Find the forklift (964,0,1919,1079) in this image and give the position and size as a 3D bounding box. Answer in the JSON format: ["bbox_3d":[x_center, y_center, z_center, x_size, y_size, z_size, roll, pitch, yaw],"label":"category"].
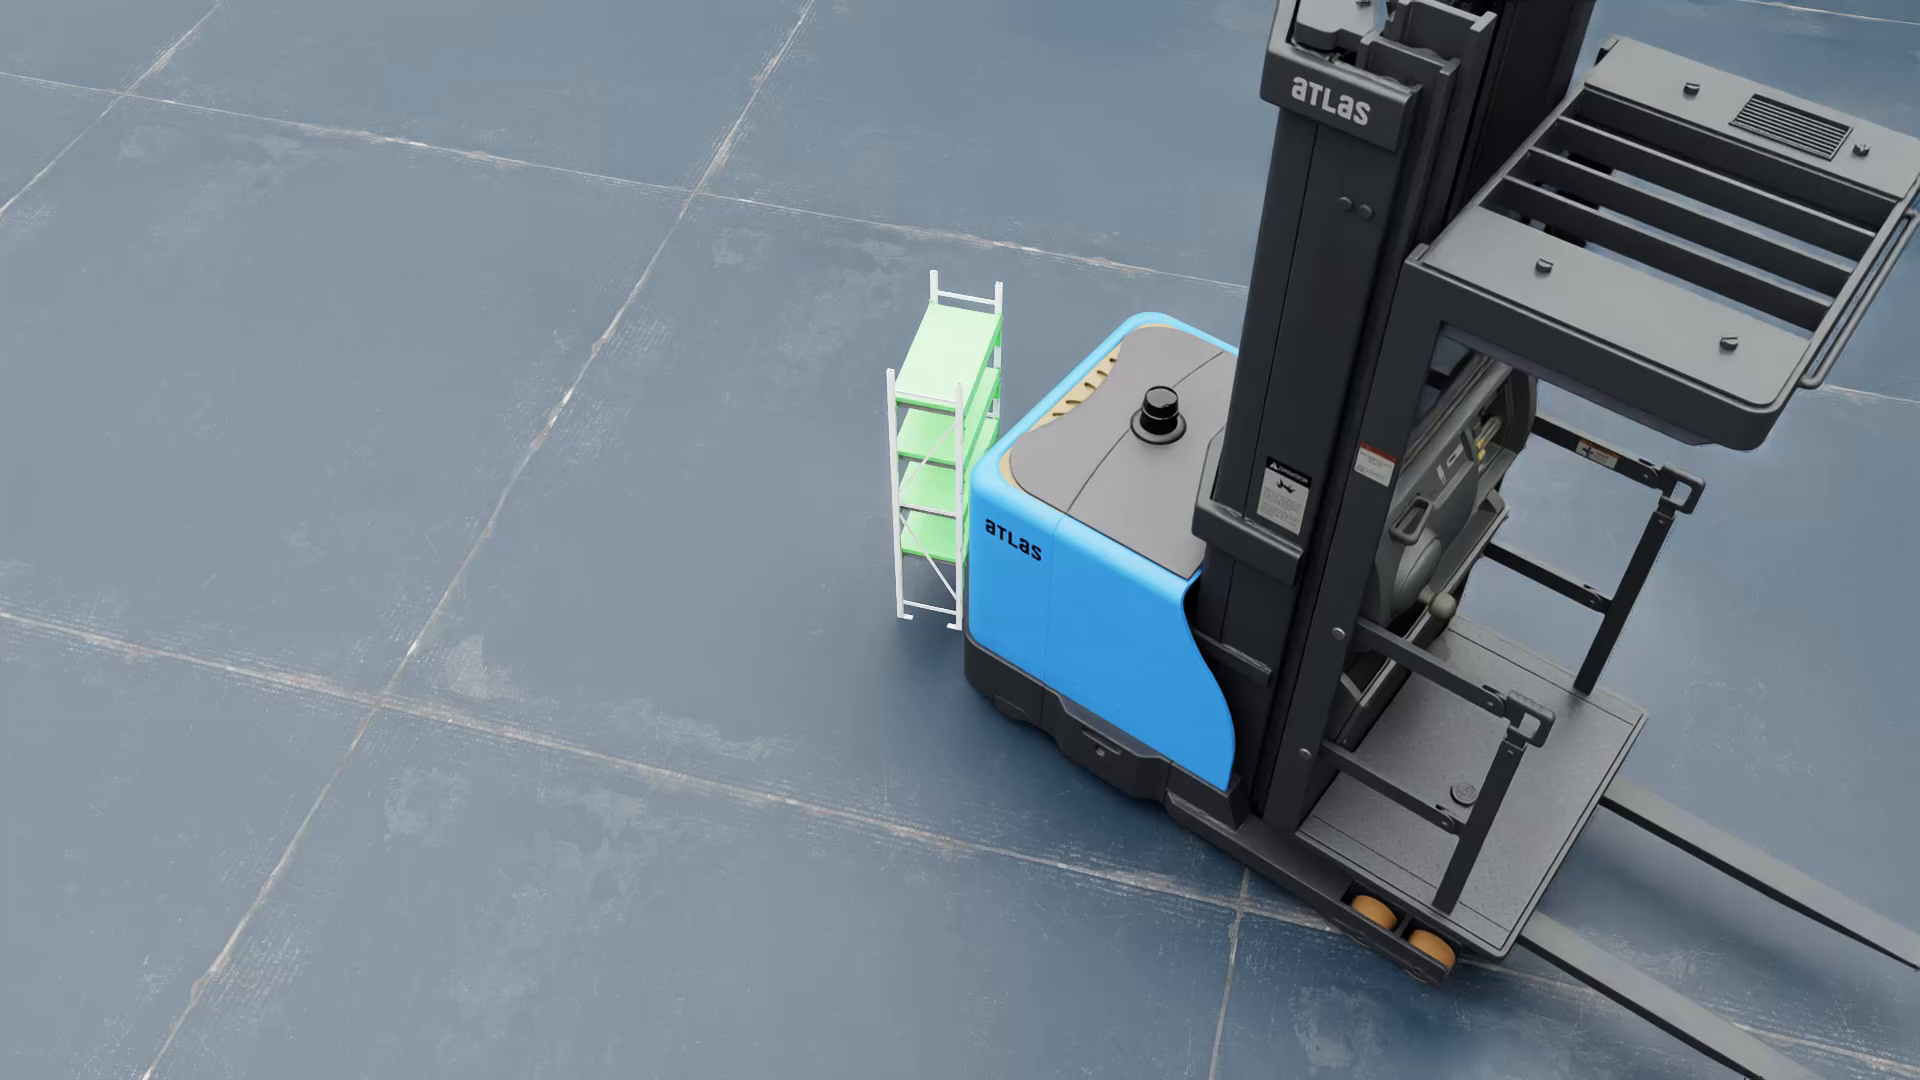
[{"bbox_3d":[1.492,-0.081,4.367,3.031,2.935,1.130,30,55,24],"label":"forklift"}]

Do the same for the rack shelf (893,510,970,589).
[{"bbox_3d":[-0.044,-0.076,5.922,0.258,0.148,0.480,12,50,10],"label":"rack shelf"}]

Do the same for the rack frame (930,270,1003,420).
[{"bbox_3d":[0.021,-0.454,5.850,0.240,1.200,0.015,12,50,10],"label":"rack frame"}]

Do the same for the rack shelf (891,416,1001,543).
[{"bbox_3d":[-0.044,-0.235,5.742,0.258,0.148,0.480,12,50,10],"label":"rack shelf"}]

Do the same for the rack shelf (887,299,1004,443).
[{"bbox_3d":[-0.044,-0.553,5.383,0.258,0.148,0.480,12,50,10],"label":"rack shelf"}]

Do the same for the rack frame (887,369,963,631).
[{"bbox_3d":[-0.108,-0.101,5.539,0.240,1.200,0.015,12,50,10],"label":"rack frame"}]

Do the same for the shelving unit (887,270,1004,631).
[{"bbox_3d":[-0.044,-0.277,5.694,0.258,1.200,0.503,12,50,10],"label":"shelving unit"}]

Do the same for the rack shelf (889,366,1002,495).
[{"bbox_3d":[-0.044,-0.394,5.562,0.258,0.148,0.480,12,50,10],"label":"rack shelf"}]
